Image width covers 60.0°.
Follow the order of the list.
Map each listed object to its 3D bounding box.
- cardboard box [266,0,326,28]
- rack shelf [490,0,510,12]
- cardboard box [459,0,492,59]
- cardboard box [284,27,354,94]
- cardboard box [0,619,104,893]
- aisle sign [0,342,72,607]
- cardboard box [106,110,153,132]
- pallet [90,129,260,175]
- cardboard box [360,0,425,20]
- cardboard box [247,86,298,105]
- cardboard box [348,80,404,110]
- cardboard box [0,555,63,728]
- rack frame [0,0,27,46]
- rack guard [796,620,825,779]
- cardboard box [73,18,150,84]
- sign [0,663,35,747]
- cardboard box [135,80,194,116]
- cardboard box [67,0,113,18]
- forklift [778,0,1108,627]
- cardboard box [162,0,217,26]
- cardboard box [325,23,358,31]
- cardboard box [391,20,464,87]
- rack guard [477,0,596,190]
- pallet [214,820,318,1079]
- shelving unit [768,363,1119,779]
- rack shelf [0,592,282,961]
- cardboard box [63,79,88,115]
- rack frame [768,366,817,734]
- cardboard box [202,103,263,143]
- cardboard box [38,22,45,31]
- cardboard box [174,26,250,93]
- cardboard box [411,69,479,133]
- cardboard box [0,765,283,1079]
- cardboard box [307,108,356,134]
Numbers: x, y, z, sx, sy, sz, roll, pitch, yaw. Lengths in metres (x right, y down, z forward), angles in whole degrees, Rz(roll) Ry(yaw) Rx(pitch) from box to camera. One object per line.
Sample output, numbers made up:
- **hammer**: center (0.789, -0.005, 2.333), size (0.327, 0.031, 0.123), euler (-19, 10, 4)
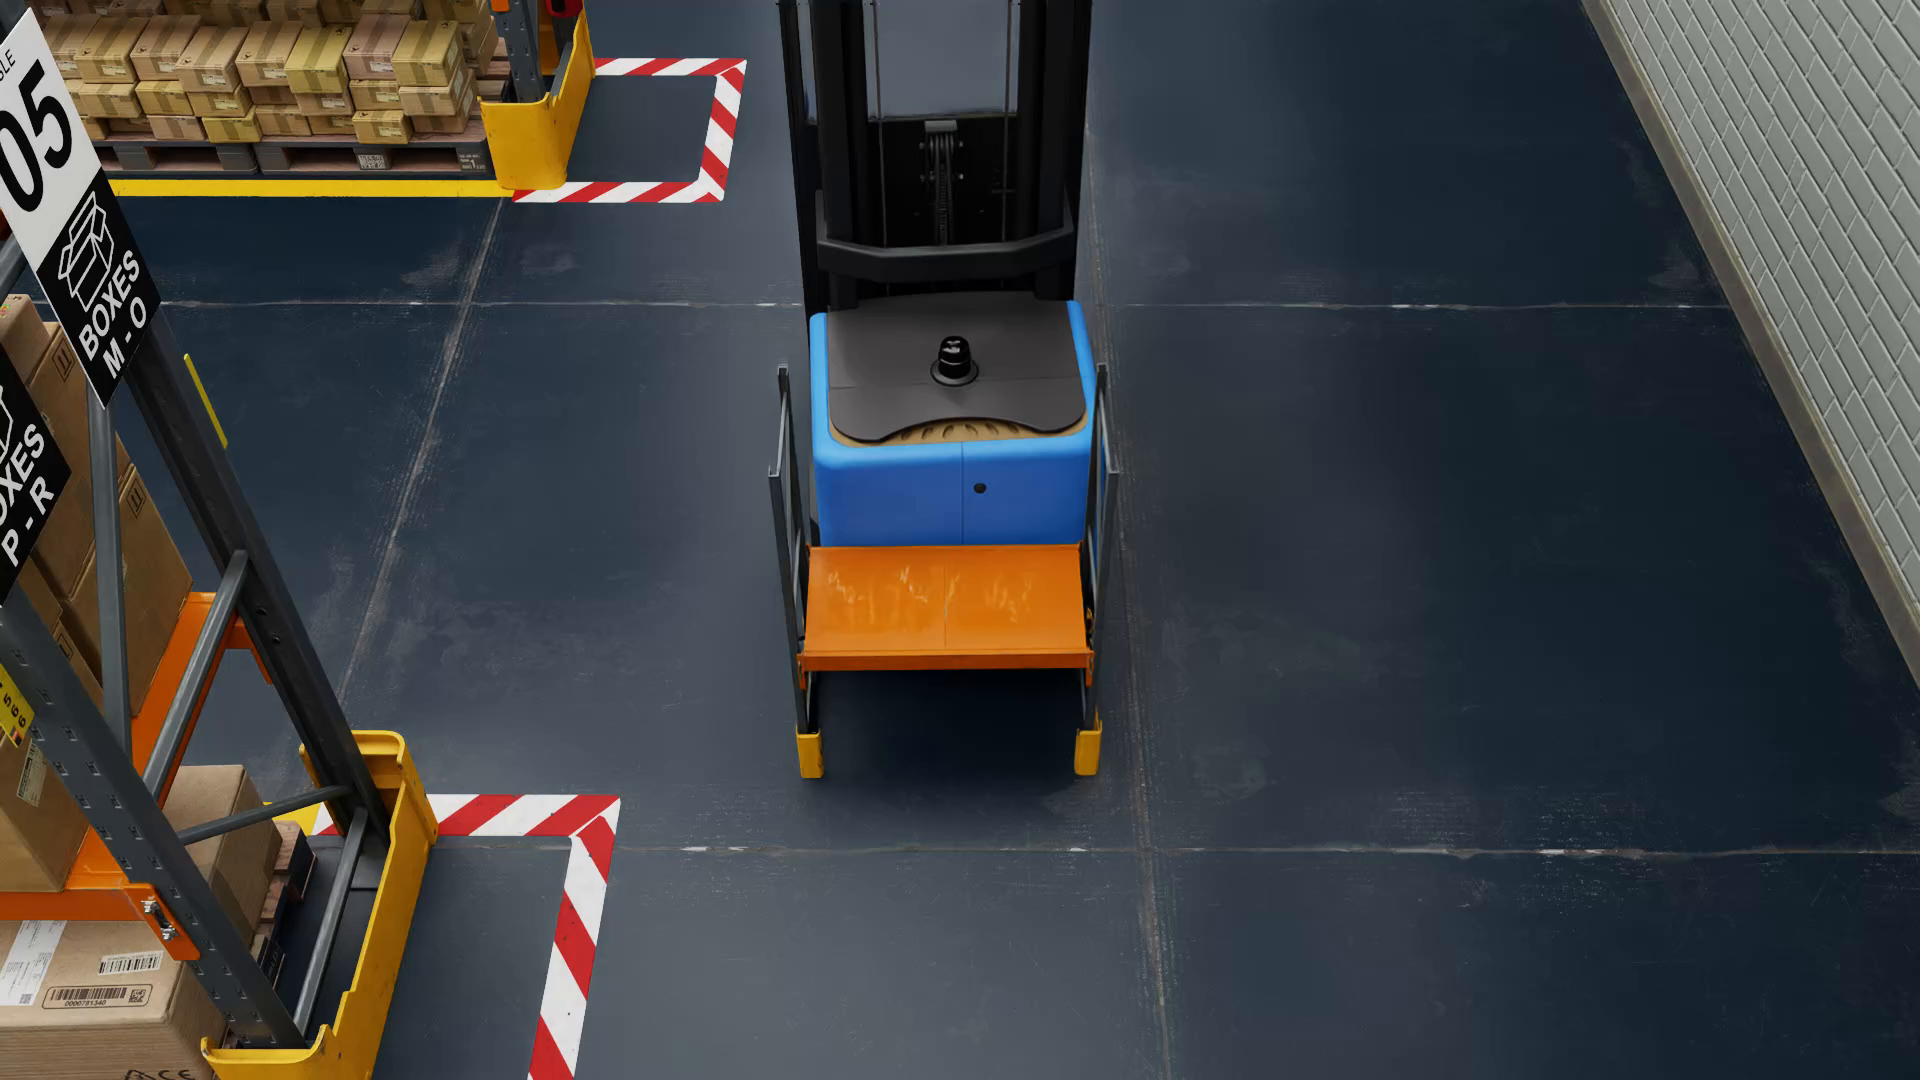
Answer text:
- **cardboard box**: center (-3.421, -2.811, 8.652), size (0.250, 0.149, 0.380), euler (-2, 47, -2)
- **rack shelf**: center (-4.122, -2.999, 8.065), size (4.000, 0.370, 1.077), euler (0, 47, 0)
- **cardboard box**: center (-2.645, -2.701, 8.753), size (0.250, 0.149, 0.380), euler (2, 47, 2)
- **cardboard box**: center (-3.163, -2.380, 8.251), size (0.250, 0.149, 0.380), euler (-1, 47, -1)
- **cardboard box**: center (-2.523, 0.543, 4.208), size (0.500, 0.500, 0.500), euler (0, 47, 0)
- **aisle sign**: center (-1.969, -0.274, 3.260), size (0.004, 0.787, 0.394), euler (0, 47, 0)
- **cardboard box**: center (-4.199, -2.267, 8.552), size (0.250, 0.149, 0.380), euler (1, 47, 1)
- **pallet**: center (-4.228, -2.322, 8.848), size (1.213, 0.211, 1.003), euler (0, 47, 0)
- **cardboard box**: center (-2.921, -2.776, 8.620), size (0.250, 0.149, 0.380), euler (1, 47, 1)
- **cardboard box**: center (-3.439, -2.381, 8.455), size (0.250, 0.149, 0.380), euler (0, 47, 0)
- **cardboard box**: center (-2.912, -2.345, 8.421), size (0.250, 0.149, 0.380), euler (-1, 47, -1)
- **cardboard box**: center (-2.523, 0.183, 3.860), size (0.500, 0.500, 0.500), euler (2, 47, 1)
- **rack frame**: center (-2.040, -1.659, 2.227), size (0.127, 3.000, 1.000), euler (0, 47, 0)
- **rack guard**: center (-0.540, 0.565, 6.134), size (0.087, 0.250, 0.587), euler (-1, 47, -1)
- **cardboard box**: center (-4.216, -2.449, 8.315), size (0.250, 0.149, 0.380), euler (0, 47, 0)
- **sign**: center (-2.056, 0.307, 3.543), size (0.005, 0.325, 0.100), euler (0, 47, 0)
- **cardboard box**: center (-3.945, -2.311, 8.390), size (0.250, 0.149, 0.380), euler (2, 47, 2)
- **cardboard box**: center (-4.461, -2.864, 8.702), size (0.250, 0.149, 0.380), euler (-1, 47, -1)
- **forklift**: center (-0.104, -1.657, 6.371), size (1.130, 2.935, 3.031), euler (-3, 47, -3)
- **cardboard box**: center (-3.961, -2.852, 8.691), size (0.250, 0.149, 0.380), euler (1, 47, 1)
- **cardboard box**: center (-3.164, -2.679, 8.733), size (0.250, 0.149, 0.380), euler (1, 47, 1)
- **cardboard box**: center (-2.653, -2.429, 8.297), size (0.250, 0.149, 0.380), euler (1, 47, 1)
- **rack guard**: center (-2.198, -2.387, 8.711), size (0.348, 0.500, 1.175), euler (0, 47, 0)
- **pallet**: center (-2.840, 1.390, 5.393), size (1.213, 0.211, 1.003), euler (0, 47, 0)
- **shelving unit**: center (-0.042, 0.134, 5.682), size (1.083, 1.500, 0.587), euler (-1, 47, -1)
- **rack shelf**: center (-4.040, 0.624, 4.692), size (4.000, 0.370, 1.077), euler (0, 47, 0)
- **cardboard box**: center (-4.467, -2.310, 8.390), size (0.250, 0.149, 0.380), euler (0, 47, 0)
- **rack frame**: center (-0.560, 0.139, 5.676), size (0.032, 1.500, 0.500), euler (-1, 47, -1)
- **cardboard box**: center (-3.673, -2.196, 8.486), size (0.250, 0.149, 0.380), euler (-2, 47, -2)
- **cardboard box**: center (-4.735, -2.418, 8.287), size (0.250, 0.149, 0.380), euler (1, 47, 1)
- **cardboard box**: center (-3.691, -2.387, 8.257), size (0.250, 0.149, 0.380), euler (2, 47, 2)
- **cardboard box**: center (-2.650, -2.259, 8.545), size (0.250, 0.149, 0.380), euler (1, 47, 1)
- **cardboard box**: center (-2.700, 1.186, 5.141), size (0.875, 0.438, 0.875), euler (-1, 47, -1)
- **cardboard box**: center (-3.171, -2.250, 8.536), size (0.250, 0.149, 0.380), euler (0, 47, 0)
